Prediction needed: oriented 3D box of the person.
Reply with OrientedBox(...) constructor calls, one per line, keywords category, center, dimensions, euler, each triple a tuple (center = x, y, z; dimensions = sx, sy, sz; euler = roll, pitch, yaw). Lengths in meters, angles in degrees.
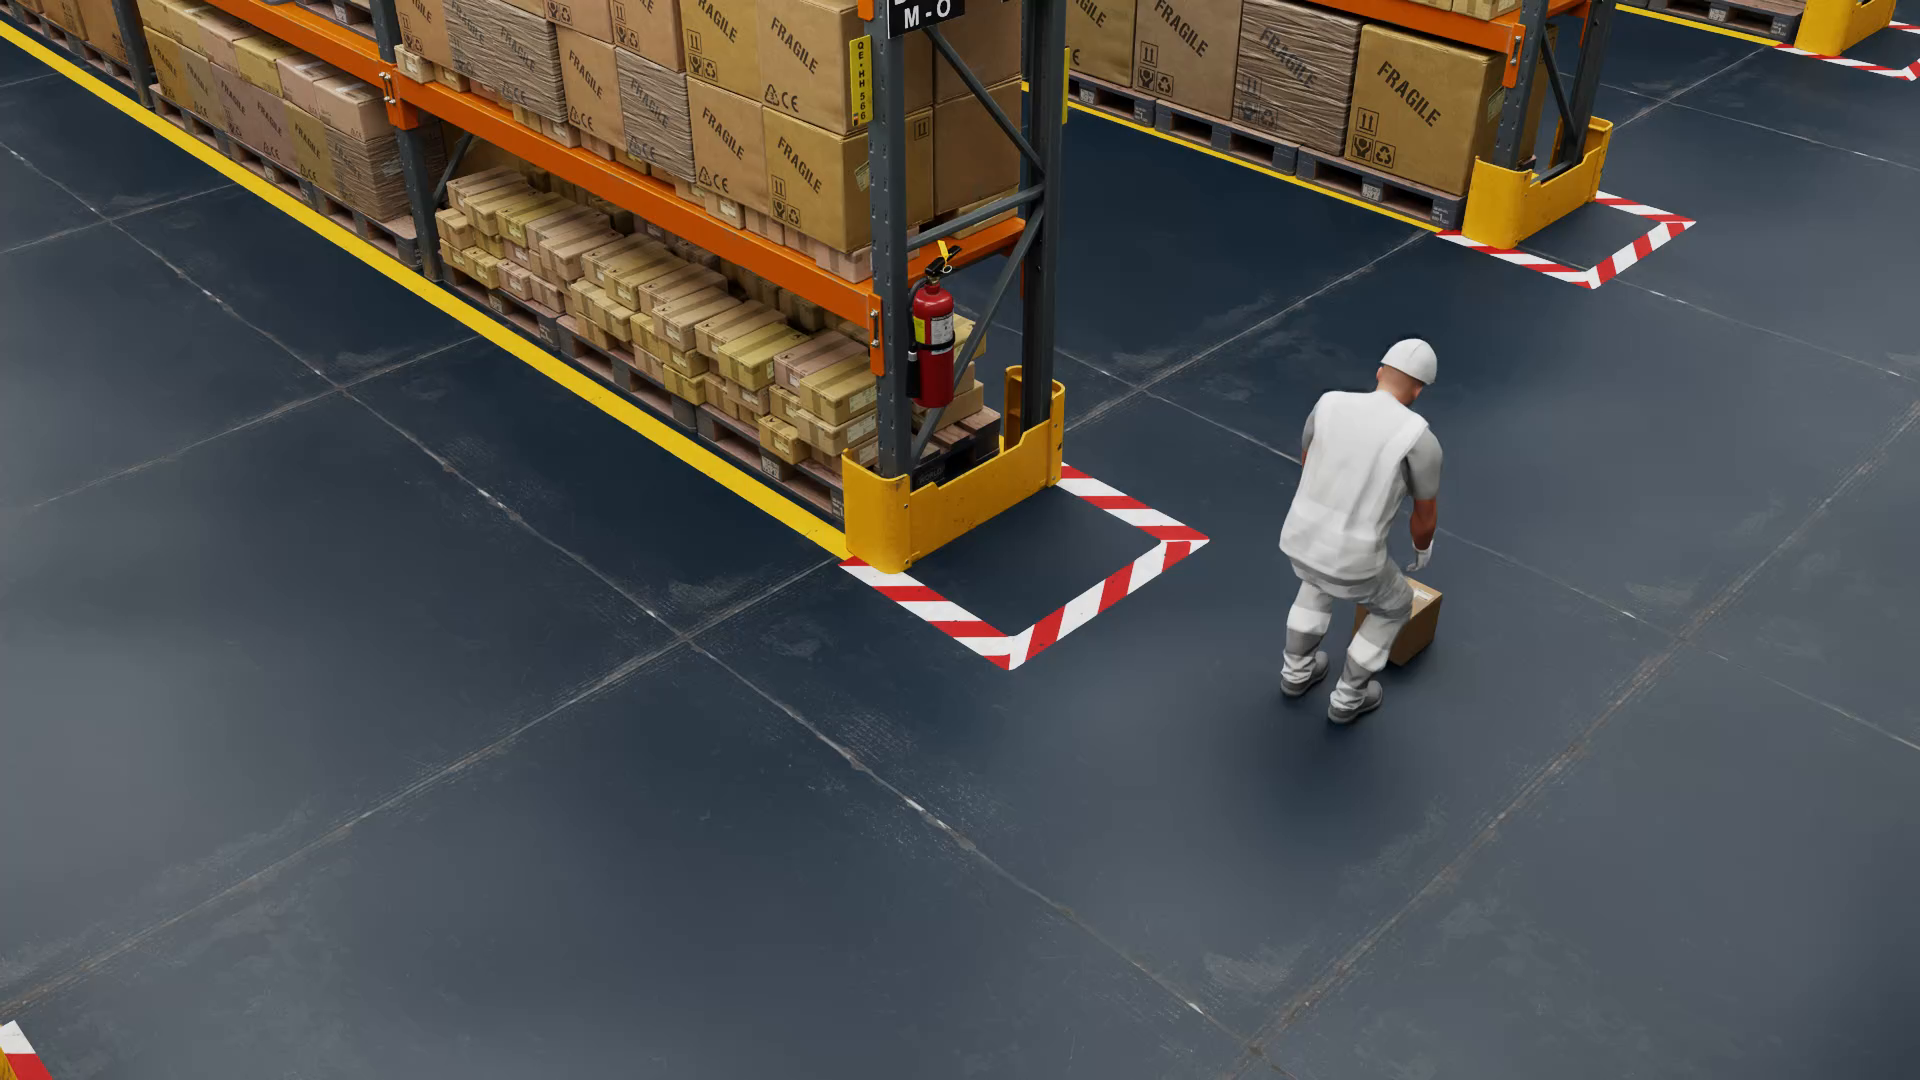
OrientedBox(category="person", center=(1.514, -0.028, 6.416), dimensions=(0.711, 1.500, 0.581), euler=(-30, 45, -35))
